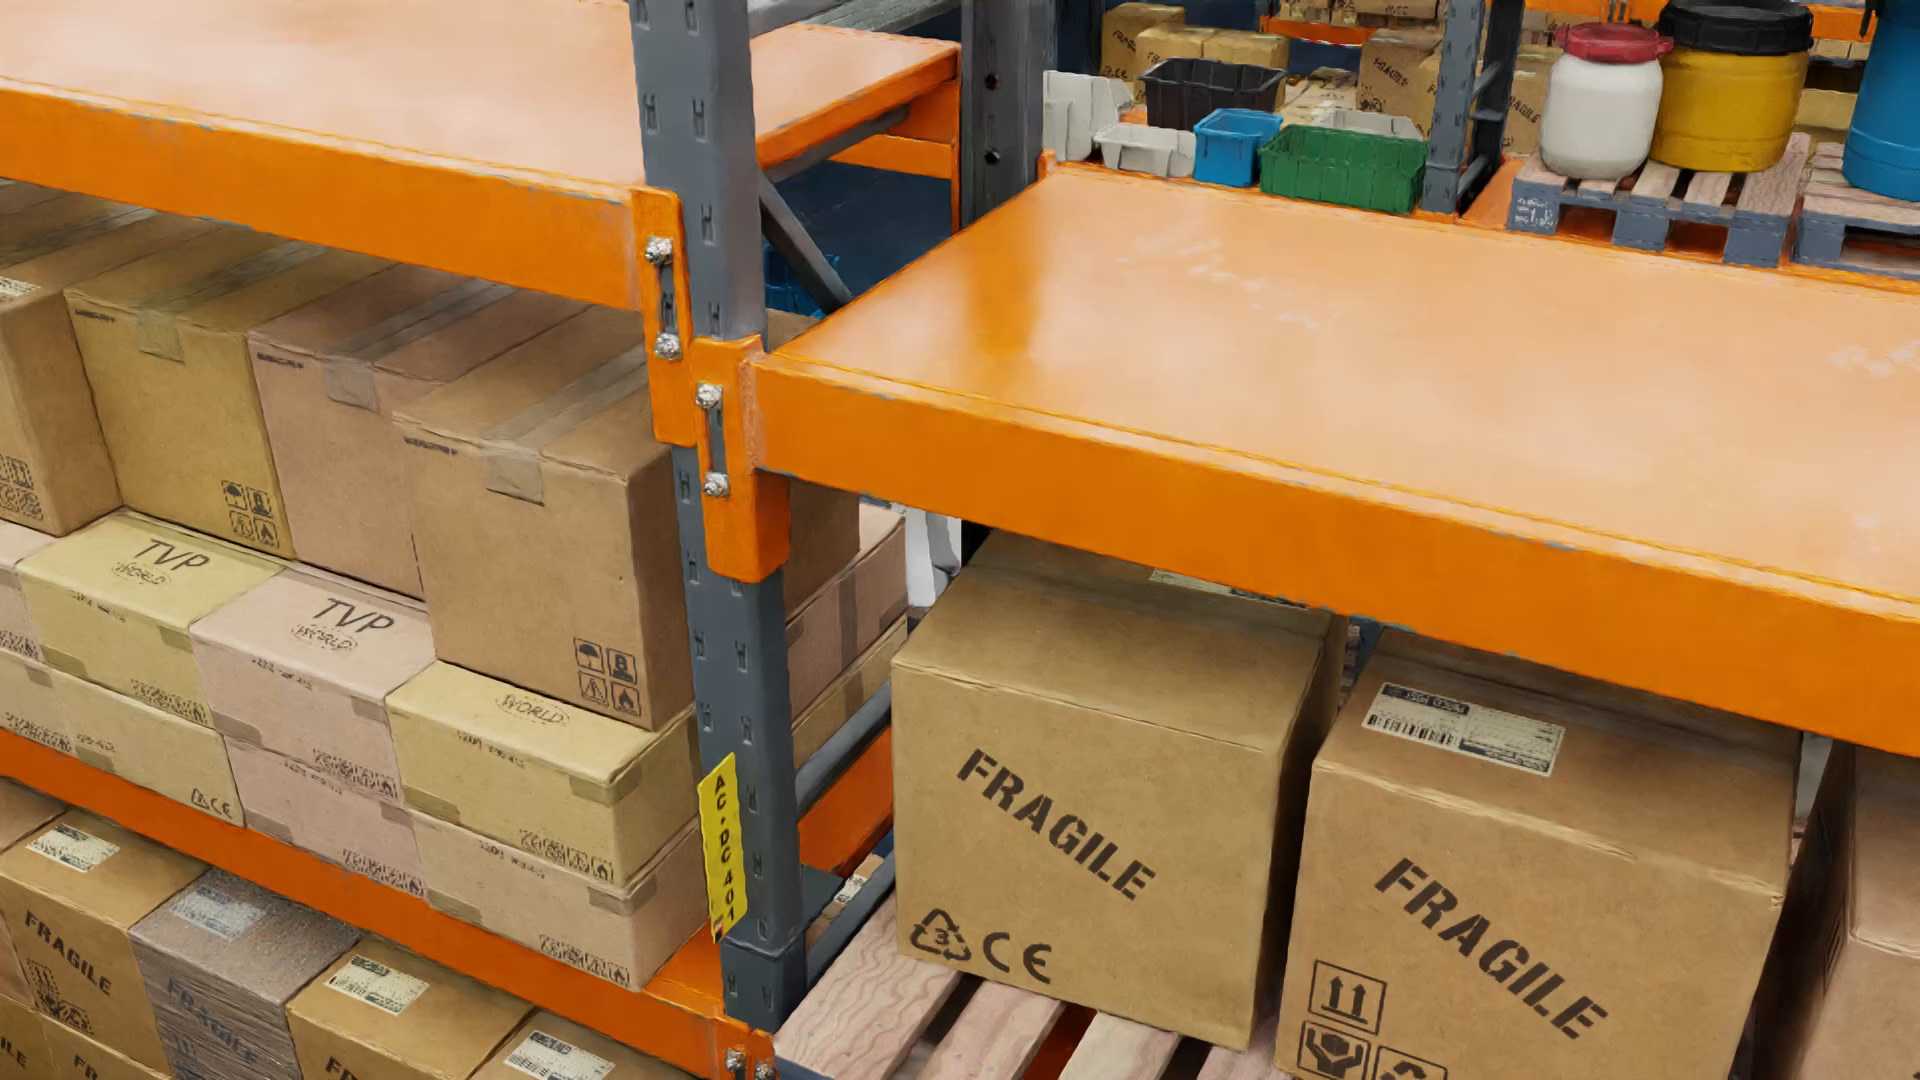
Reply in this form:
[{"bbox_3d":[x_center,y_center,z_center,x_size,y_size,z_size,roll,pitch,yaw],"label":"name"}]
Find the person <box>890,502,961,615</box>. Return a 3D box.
[{"bbox_3d":[-0.072,0.153,8.269,0.626,1.554,0.715,5,30,9],"label":"person"}]
